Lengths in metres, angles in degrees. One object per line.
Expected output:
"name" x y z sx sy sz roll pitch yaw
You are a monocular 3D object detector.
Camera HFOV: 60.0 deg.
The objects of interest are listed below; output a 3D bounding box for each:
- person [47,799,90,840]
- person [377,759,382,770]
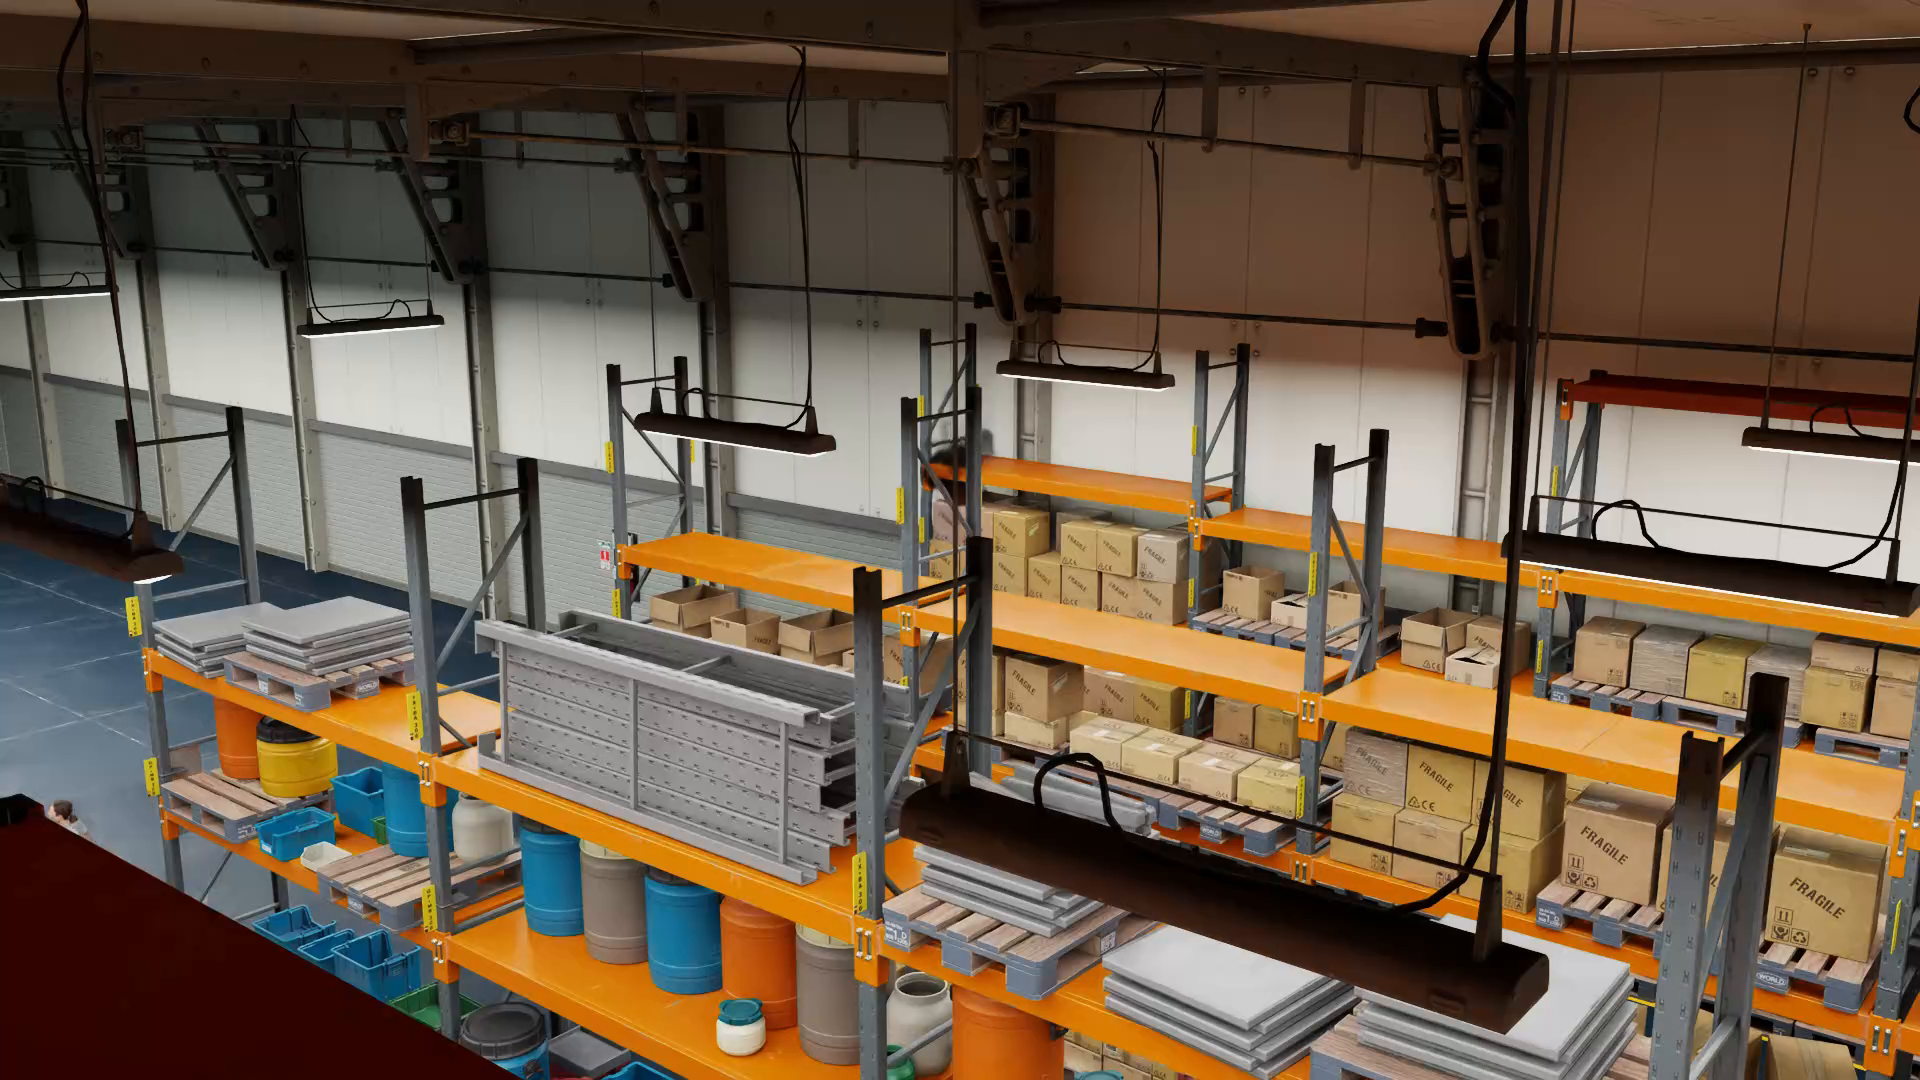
"person" -9.231 3.457 17.186 0.623 1.640 0.569 -6 14 -26
"person" -6.338 3.031 18.692 0.982 1.760 0.696 -5 14 -23
